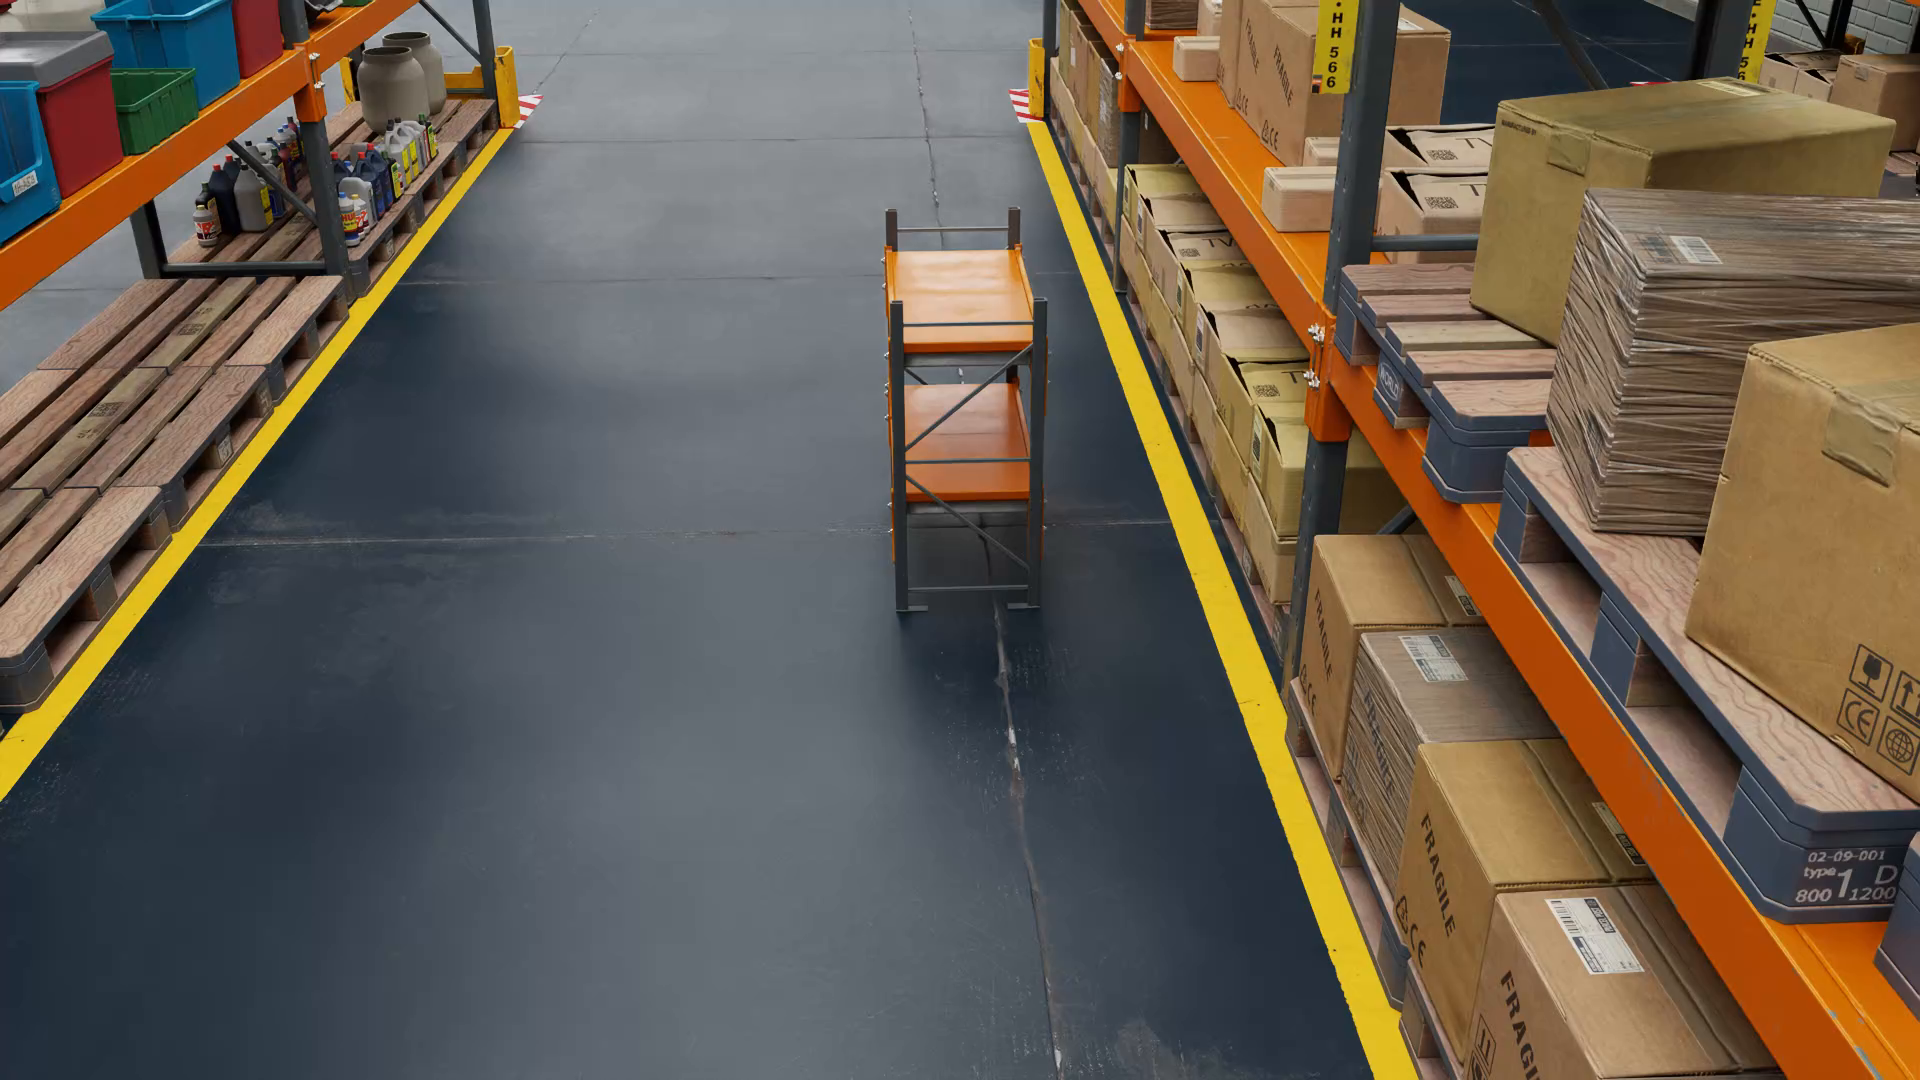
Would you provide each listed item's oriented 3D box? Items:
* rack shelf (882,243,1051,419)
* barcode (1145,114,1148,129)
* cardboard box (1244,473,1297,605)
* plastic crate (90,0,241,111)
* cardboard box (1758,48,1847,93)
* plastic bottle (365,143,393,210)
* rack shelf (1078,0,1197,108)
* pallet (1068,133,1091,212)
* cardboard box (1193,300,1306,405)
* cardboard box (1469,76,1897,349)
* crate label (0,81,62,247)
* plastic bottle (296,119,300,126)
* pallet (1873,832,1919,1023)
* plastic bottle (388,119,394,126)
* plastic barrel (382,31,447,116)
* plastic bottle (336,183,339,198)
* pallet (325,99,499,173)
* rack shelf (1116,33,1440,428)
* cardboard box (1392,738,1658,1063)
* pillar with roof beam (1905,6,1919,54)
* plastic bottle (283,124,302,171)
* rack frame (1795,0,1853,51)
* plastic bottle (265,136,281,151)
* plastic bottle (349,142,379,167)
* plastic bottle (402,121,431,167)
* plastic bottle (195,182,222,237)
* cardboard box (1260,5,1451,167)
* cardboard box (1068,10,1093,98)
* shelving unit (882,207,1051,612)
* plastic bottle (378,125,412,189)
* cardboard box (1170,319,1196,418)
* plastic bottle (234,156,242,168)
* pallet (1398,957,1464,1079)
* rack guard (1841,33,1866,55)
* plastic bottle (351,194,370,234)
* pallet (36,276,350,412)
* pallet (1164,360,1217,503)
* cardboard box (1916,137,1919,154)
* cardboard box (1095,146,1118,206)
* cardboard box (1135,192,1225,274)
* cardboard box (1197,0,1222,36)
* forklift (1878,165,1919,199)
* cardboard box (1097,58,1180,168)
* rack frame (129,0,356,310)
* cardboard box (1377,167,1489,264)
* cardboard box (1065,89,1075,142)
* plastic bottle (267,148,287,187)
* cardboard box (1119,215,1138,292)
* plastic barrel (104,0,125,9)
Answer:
[{"bbox_3d":[0.000,-0.755,5.849,0.538,0.278,1.000,-1,28,-3],"label":"rack shelf"},{"bbox_3d":[0.909,-2.044,8.114,0.001,0.075,0.075,-1,28,-3],"label":"barcode"},{"bbox_3d":[1.249,-0.016,5.556,0.500,0.250,0.500,-1,28,-1],"label":"cardboard box"},{"bbox_3d":[-3.267,-2.032,6.920,0.392,0.384,0.575,-1,28,-3],"label":"plastic crate"},{"bbox_3d":[5.995,-3.309,11.782,0.500,0.311,0.500,-4,28,-8],"label":"cardboard box"},{"bbox_3d":[-3.273,-2.032,9.290,0.144,0.351,0.185,-3,28,-5],"label":"plastic bottle"},{"bbox_3d":[1.207,-3.264,10.042,1.077,0.370,4.000,-1,28,-3],"label":"rack shelf"},{"bbox_3d":[1.245,-2.356,10.538,1.003,0.211,1.213,-1,28,-3],"label":"pallet"},{"bbox_3d":[1.190,-0.736,6.331,0.500,0.311,0.500,-2,28,-3],"label":"cardboard box"},{"bbox_3d":[1.666,-0.754,3.890,0.700,0.500,0.500,-11,29,-20],"label":"cardboard box"},{"bbox_3d":[-3.208,-1.175,5.221,0.502,0.435,0.616,-1,28,-3],"label":"crate label"},{"bbox_3d":[-4.061,-2.529,10.330,0.097,0.271,0.097,0,28,0],"label":"plastic bottle"},{"bbox_3d":[1.796,0.749,1.778,1.003,0.211,1.213,-1,28,-3],"label":"pallet"},{"bbox_3d":[-3.431,-2.422,10.111,0.061,0.283,0.133,-1,28,-3],"label":"plastic bottle"},{"bbox_3d":[-3.734,-3.169,11.319,0.421,0.512,0.421,0,28,0],"label":"plastic barrel"},{"bbox_3d":[-3.365,-1.835,8.987,0.061,0.283,0.133,-1,28,-3],"label":"plastic bottle"},{"bbox_3d":[-3.756,-2.743,11.280,1.003,0.211,1.213,-1,28,-3],"label":"pallet"},{"bbox_3d":[1.416,-1.416,6.500,1.077,0.370,4.000,-1,28,-3],"label":"rack shelf"},{"bbox_3d":[1.313,0.792,3.715,0.500,0.500,0.500,-2,28,-3],"label":"cardboard box"},{"bbox_3d":[2.650,-6.881,9.712,9.100,9.000,0.400,-1,28,-3],"label":"pillar with roof beam"},{"bbox_3d":[-4.043,-2.371,10.026,0.097,0.271,0.097,0,28,0],"label":"plastic bottle"},{"bbox_3d":[6.049,-4.628,11.879,1.000,3.000,0.127,-1,28,-3],"label":"rack frame"},{"bbox_3d":[-4.027,-2.231,9.758,0.097,0.271,0.097,0,28,0],"label":"plastic bottle"},{"bbox_3d":[-3.442,-2.180,9.655,0.152,0.276,0.135,-1,28,-3],"label":"plastic bottle"},{"bbox_3d":[-3.325,-2.421,10.118,0.152,0.276,0.135,-1,28,-2],"label":"plastic bottle"},{"bbox_3d":[-3.990,-1.746,8.816,0.061,0.283,0.133,0,28,0],"label":"plastic bottle"},{"bbox_3d":[1.416,-1.631,6.025,0.500,0.500,0.500,-3,28,-5],"label":"cardboard box"},{"bbox_3d":[0.975,-3.091,10.642,0.500,0.500,0.500,-1,28,-3],"label":"cardboard box"},{"bbox_3d":[0.000,-0.496,5.984,0.538,1.125,1.048,-1,28,-3],"label":"shelving unit"},{"bbox_3d":[-3.295,-2.228,9.667,0.144,0.351,0.185,-2,28,-3],"label":"plastic bottle"},{"bbox_3d":[1.166,-0.724,6.913,0.500,0.250,0.500,-1,28,-2],"label":"cardboard box"},{"bbox_3d":[-4.017,-1.985,9.274,0.061,0.283,0.133,0,28,1],"label":"plastic bottle"},{"bbox_3d":[1.582,1.332,3.467,1.003,0.211,1.213,-1,28,-3],"label":"pallet"},{"bbox_3d":[6.053,-3.484,12.390,1.175,0.500,0.348,-1,28,-3],"label":"rack guard"},{"bbox_3d":[-3.225,-1.747,8.906,0.097,0.201,0.097,0,28,0],"label":"plastic bottle"},{"bbox_3d":[-3.556,-0.943,7.830,1.003,0.211,1.213,-1,28,-3],"label":"pallet"},{"bbox_3d":[1.455,-0.519,7.016,1.003,0.211,1.213,-1,28,-3],"label":"pallet"},{"bbox_3d":[6.194,-2.450,10.312,0.380,0.149,0.250,-4,28,-7],"label":"cardboard box"},{"bbox_3d":[1.053,-2.066,9.487,0.500,0.250,0.500,-1,28,-3],"label":"cardboard box"},{"bbox_3d":[1.105,-1.446,7.693,0.500,0.311,0.500,-2,28,-3],"label":"cardboard box"},{"bbox_3d":[1.381,-2.366,7.705,0.500,0.250,0.500,0,28,1],"label":"cardboard box"},{"bbox_3d":[3.990,-1.150,5.286,1.130,2.935,3.031,-5,28,-9],"label":"forklift"},{"bbox_3d":[1.054,-2.399,9.314,0.500,0.500,0.500,-1,28,-3],"label":"cardboard box"},{"bbox_3d":[-3.636,-2.541,7.878,1.000,3.000,0.127,-1,28,-3],"label":"rack frame"},{"bbox_3d":[1.545,-0.941,4.907,0.500,0.311,0.500,0,28,1],"label":"cardboard box"},{"bbox_3d":[0.964,-2.758,10.815,0.500,0.250,0.500,-1,28,-3],"label":"cardboard box"},{"bbox_3d":[-3.883,-2.074,9.445,0.061,0.283,0.133,-1,28,-3],"label":"plastic bottle"},{"bbox_3d":[1.085,-1.434,8.275,0.500,0.250,0.500,-2,28,-4],"label":"cardboard box"},{"bbox_3d":[-3.918,-2.578,7.406,0.600,0.901,0.708,-1,28,-3],"label":"plastic barrel"}]
